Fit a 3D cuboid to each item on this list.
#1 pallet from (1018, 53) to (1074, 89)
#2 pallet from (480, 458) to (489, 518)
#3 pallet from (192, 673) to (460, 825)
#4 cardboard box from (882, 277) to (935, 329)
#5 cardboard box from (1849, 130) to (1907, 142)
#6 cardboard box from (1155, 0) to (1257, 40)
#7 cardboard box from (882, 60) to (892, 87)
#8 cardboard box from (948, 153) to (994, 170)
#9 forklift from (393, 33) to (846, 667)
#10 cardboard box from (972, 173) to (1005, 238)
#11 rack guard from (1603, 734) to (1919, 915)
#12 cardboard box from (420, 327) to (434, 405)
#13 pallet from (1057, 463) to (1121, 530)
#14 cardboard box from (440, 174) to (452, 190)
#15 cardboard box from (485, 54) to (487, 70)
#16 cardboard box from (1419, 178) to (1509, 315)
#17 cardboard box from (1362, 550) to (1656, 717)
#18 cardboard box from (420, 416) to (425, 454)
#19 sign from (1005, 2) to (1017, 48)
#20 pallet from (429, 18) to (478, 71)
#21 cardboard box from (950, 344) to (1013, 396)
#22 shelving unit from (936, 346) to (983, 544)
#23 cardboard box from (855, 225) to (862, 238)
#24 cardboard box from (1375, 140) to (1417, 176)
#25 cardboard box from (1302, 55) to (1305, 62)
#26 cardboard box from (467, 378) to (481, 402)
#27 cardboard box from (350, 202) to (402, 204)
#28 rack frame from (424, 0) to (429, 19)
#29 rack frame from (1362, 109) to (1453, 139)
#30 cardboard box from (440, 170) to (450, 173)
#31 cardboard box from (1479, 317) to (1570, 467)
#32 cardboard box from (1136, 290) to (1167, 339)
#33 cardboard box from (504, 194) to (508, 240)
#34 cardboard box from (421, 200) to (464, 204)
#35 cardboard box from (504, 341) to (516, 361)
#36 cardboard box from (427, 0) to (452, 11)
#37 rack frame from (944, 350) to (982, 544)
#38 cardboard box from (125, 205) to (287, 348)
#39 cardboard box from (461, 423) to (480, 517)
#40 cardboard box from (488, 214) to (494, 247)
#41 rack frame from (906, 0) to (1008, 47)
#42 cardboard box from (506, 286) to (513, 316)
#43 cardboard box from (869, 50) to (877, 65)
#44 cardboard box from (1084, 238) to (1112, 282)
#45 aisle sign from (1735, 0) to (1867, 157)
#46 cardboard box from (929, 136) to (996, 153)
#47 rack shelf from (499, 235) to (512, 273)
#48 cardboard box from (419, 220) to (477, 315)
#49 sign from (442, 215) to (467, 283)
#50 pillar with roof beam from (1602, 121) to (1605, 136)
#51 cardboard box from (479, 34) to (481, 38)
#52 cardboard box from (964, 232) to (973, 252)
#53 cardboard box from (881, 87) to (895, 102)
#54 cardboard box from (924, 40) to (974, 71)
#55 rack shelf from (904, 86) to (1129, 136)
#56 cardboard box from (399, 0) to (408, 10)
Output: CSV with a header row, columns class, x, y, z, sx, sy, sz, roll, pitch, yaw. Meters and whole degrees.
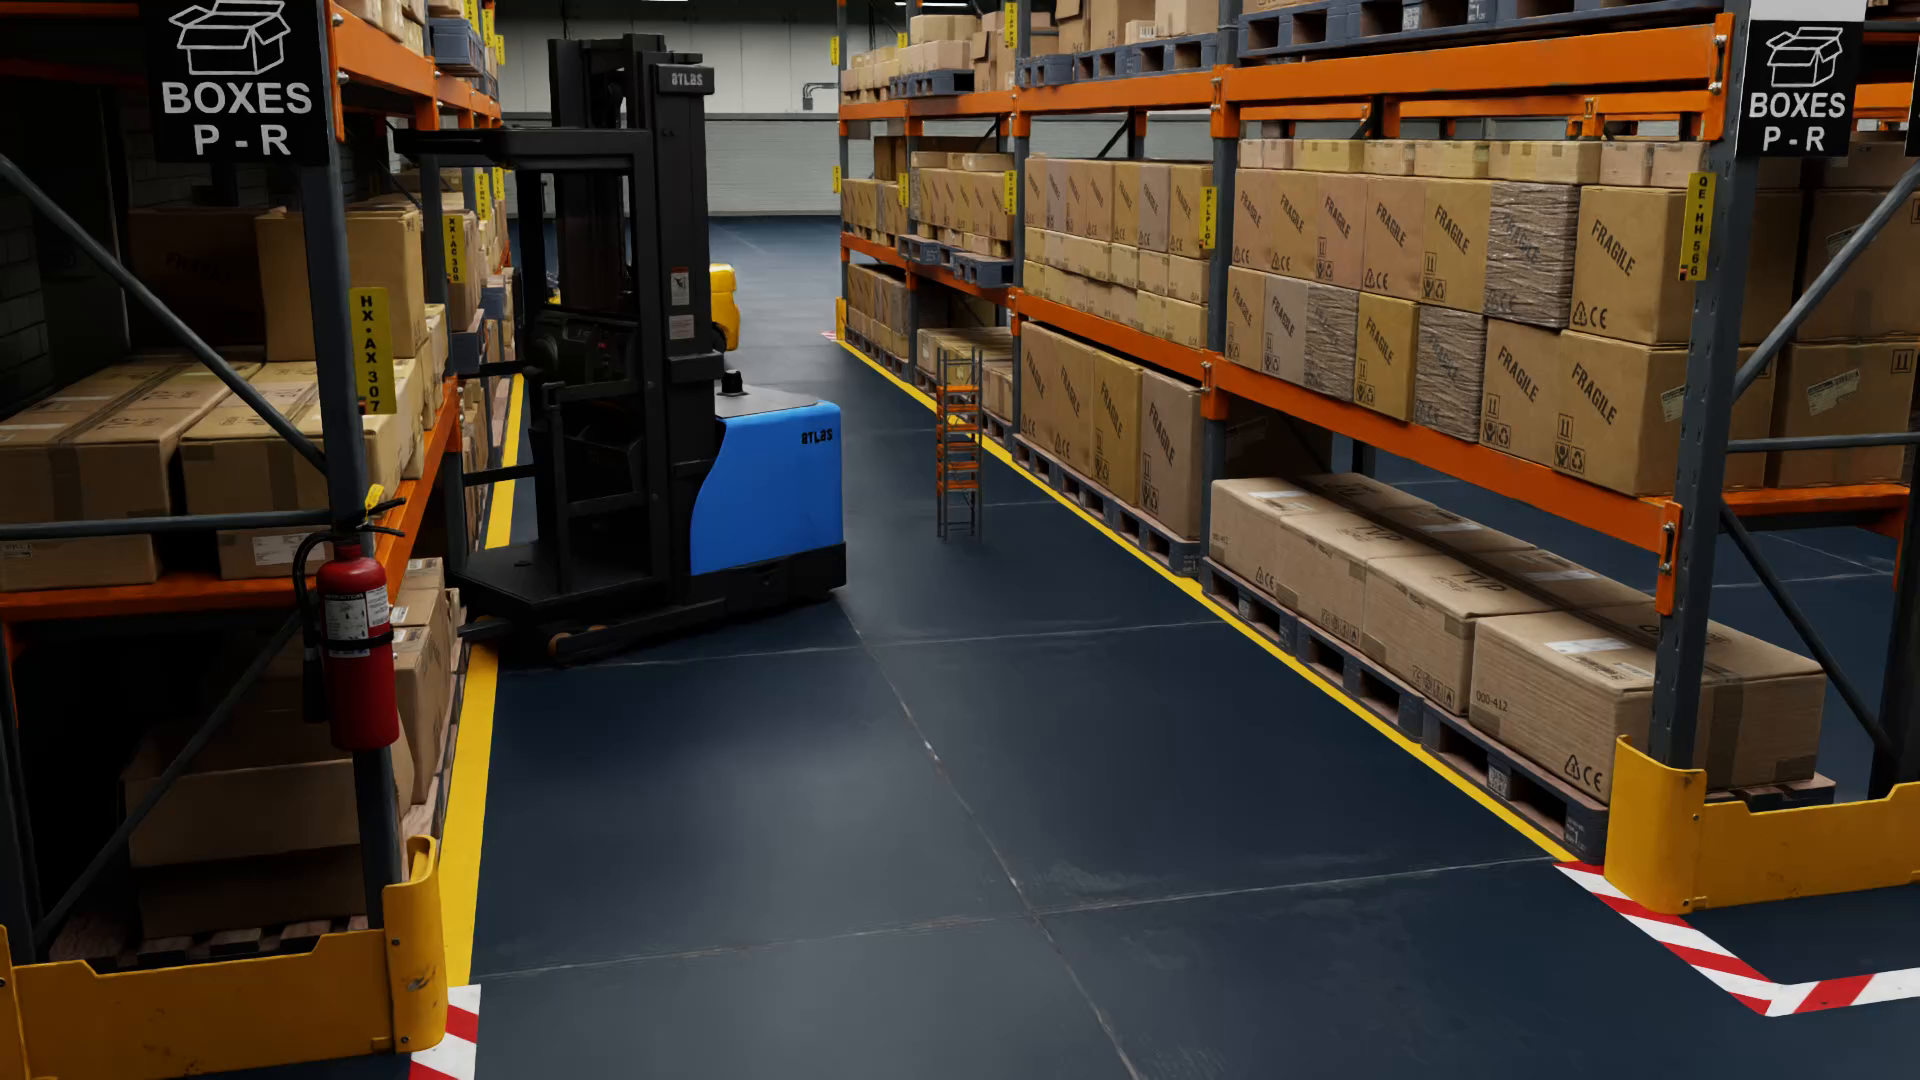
class,x,y,z,sx,sy,sz,roll,pitch,yaw
pallet,1.116,-3.374,11.993,1.213,0.211,1.003,-3,14,-11
pallet,-3.772,-0.347,11.404,1.003,0.211,1.213,-3,14,-13
pallet,-2.521,0.842,6.537,1.003,0.211,1.213,-3,14,-13
cardboard box,-0.548,-2.548,17.864,0.500,0.500,0.500,-3,14,-12
cardboard box,9.657,-3.933,18.057,1.000,1.000,1.000,-3,14,-13
cardboard box,1.441,-3.040,9.534,0.500,0.311,0.500,-3,14,-13
cardboard box,-0.512,-4.809,17.158,0.500,0.250,0.500,-4,14,-14
cardboard box,0.095,-3.416,14.998,0.380,0.149,0.250,-2,14,-10
forklift,-2.031,-0.953,8.154,3.031,2.935,1.130,-13,19,-43
cardboard box,0.404,-2.759,13.677,0.500,0.500,0.500,-4,14,-14
rack guard,2.797,0.912,5.642,1.175,0.500,0.348,-3,14,-13
cardboard box,-2.379,-0.691,6.623,0.500,0.250,0.500,-3,14,-14
pallet,1.308,-0.332,11.342,1.003,0.211,1.213,-3,14,-13
cardboard box,-4.803,-3.452,16.030,0.380,0.149,0.250,-3,14,-12
cardboard box,-4.661,-4.507,15.668,0.380,0.149,0.250,-3,14,-12
cardboard box,2.183,-1.174,6.593,0.500,0.500,0.500,-3,14,-13
cardboard box,2.316,0.375,7.085,0.875,0.438,0.875,-3,14,-12
cardboard box,-2.179,-0.359,6.107,0.380,0.149,0.250,-3,14,-12
sign,0.385,-3.832,12.383,0.100,0.325,0.005,-3,14,-13
pallet,-3.057,-2.474,8.307,1.213,0.211,1.003,-3,14,-13
cardboard box,0.436,-1.557,15.132,0.950,0.372,0.625,-3,14,-11
shelving unit,-0.003,-0.586,10.298,0.258,1.200,0.189,-3,14,-13
cardboard box,-1.016,-3.603,19.384,0.380,0.149,0.250,-3,14,-12
cardboard box,2.014,-1.641,7.138,0.380,0.149,0.250,-3,14,-13
cardboard box,4.162,-5.488,18.845,0.500,0.250,0.500,-3,14,-14
cardboard box,-3.455,-1.020,11.297,0.380,0.149,0.250,-4,14,-16
cardboard box,-4.607,-2.591,13.135,0.380,0.149,0.250,-4,14,-14
rack frame,-2.972,-3.868,7.297,1.000,3.000,0.127,-3,14,-13
rack frame,4.761,-3.376,17.924,1.000,3.000,0.127,-3,14,-13
cardboard box,-5.684,-3.901,17.869,0.380,0.149,0.250,-3,14,-11
cardboard box,2.318,-0.570,6.229,0.500,0.500,0.500,-4,14,-14
cardboard box,1.383,-1.365,10.010,0.500,0.250,0.500,-3,14,-14
cardboard box,-5.419,-3.671,18.924,0.500,0.500,0.500,-4,14,-14
cardboard box,-4.168,-2.682,13.505,0.380,0.149,0.250,-3,14,-13
cardboard box,-4.642,-1.797,16.372,0.500,0.250,0.500,-3,14,-13
cardboard box,-2.655,-2.632,7.994,0.380,0.149,0.250,-3,14,-12
rack frame,0.018,-0.565,10.212,0.240,1.200,0.006,-3,14,-13
cardboard box,-2.881,-1.031,6.436,0.500,0.500,0.500,-4,14,-15
cardboard box,-3.230,-0.425,10.228,0.500,0.500,0.500,-4,14,-15
cardboard box,-4.244,-2.633,14.148,0.500,0.250,0.500,-3,14,-12
rack frame,-0.027,-5.991,15.987,1.000,3.000,0.127,-3,14,-13
cardboard box,-4.769,-2.401,16.735,0.500,0.250,0.500,-3,14,-13
cardboard box,-0.770,-5.212,17.970,0.380,0.149,0.250,-3,14,-12
cardboard box,1.124,-1.840,10.902,0.500,0.250,0.500,-3,14,-12
aisle sign,2.507,-1.537,4.921,0.394,0.787,0.004,-3,14,-13
cardboard box,0.081,-3.869,16.998,0.700,0.500,0.500,-3,14,-14
rack shelf,-5.320,-2.911,17.537,1.077,0.370,4.000,-3,14,-13
cardboard box,-2.989,-1.450,8.944,0.700,0.500,0.500,-3,14,-13
sign,-2.446,-1.406,8.038,0.100,0.325,0.005,-3,14,-13
pillar with roof beam,14.295,-13.478,46.632,9.100,9.000,0.548,-3,14,-13
cardboard box,-4.444,-4.312,14.528,0.500,0.311,0.500,-4,14,-15
cardboard box,0.242,-2.533,14.119,0.380,0.149,0.250,-3,14,-12
cardboard box,-0.625,-4.706,17.576,0.380,0.149,0.250,-3,14,-12
cardboard box,-0.019,-4.276,14.719,0.500,0.250,0.500,-3,14,-14
rack shelf,0.443,-3.723,14.540,1.077,0.370,4.000,-3,14,-13
cardboard box,-2.373,-2.147,6.263,0.500,0.250,0.500,-3,14,-12
